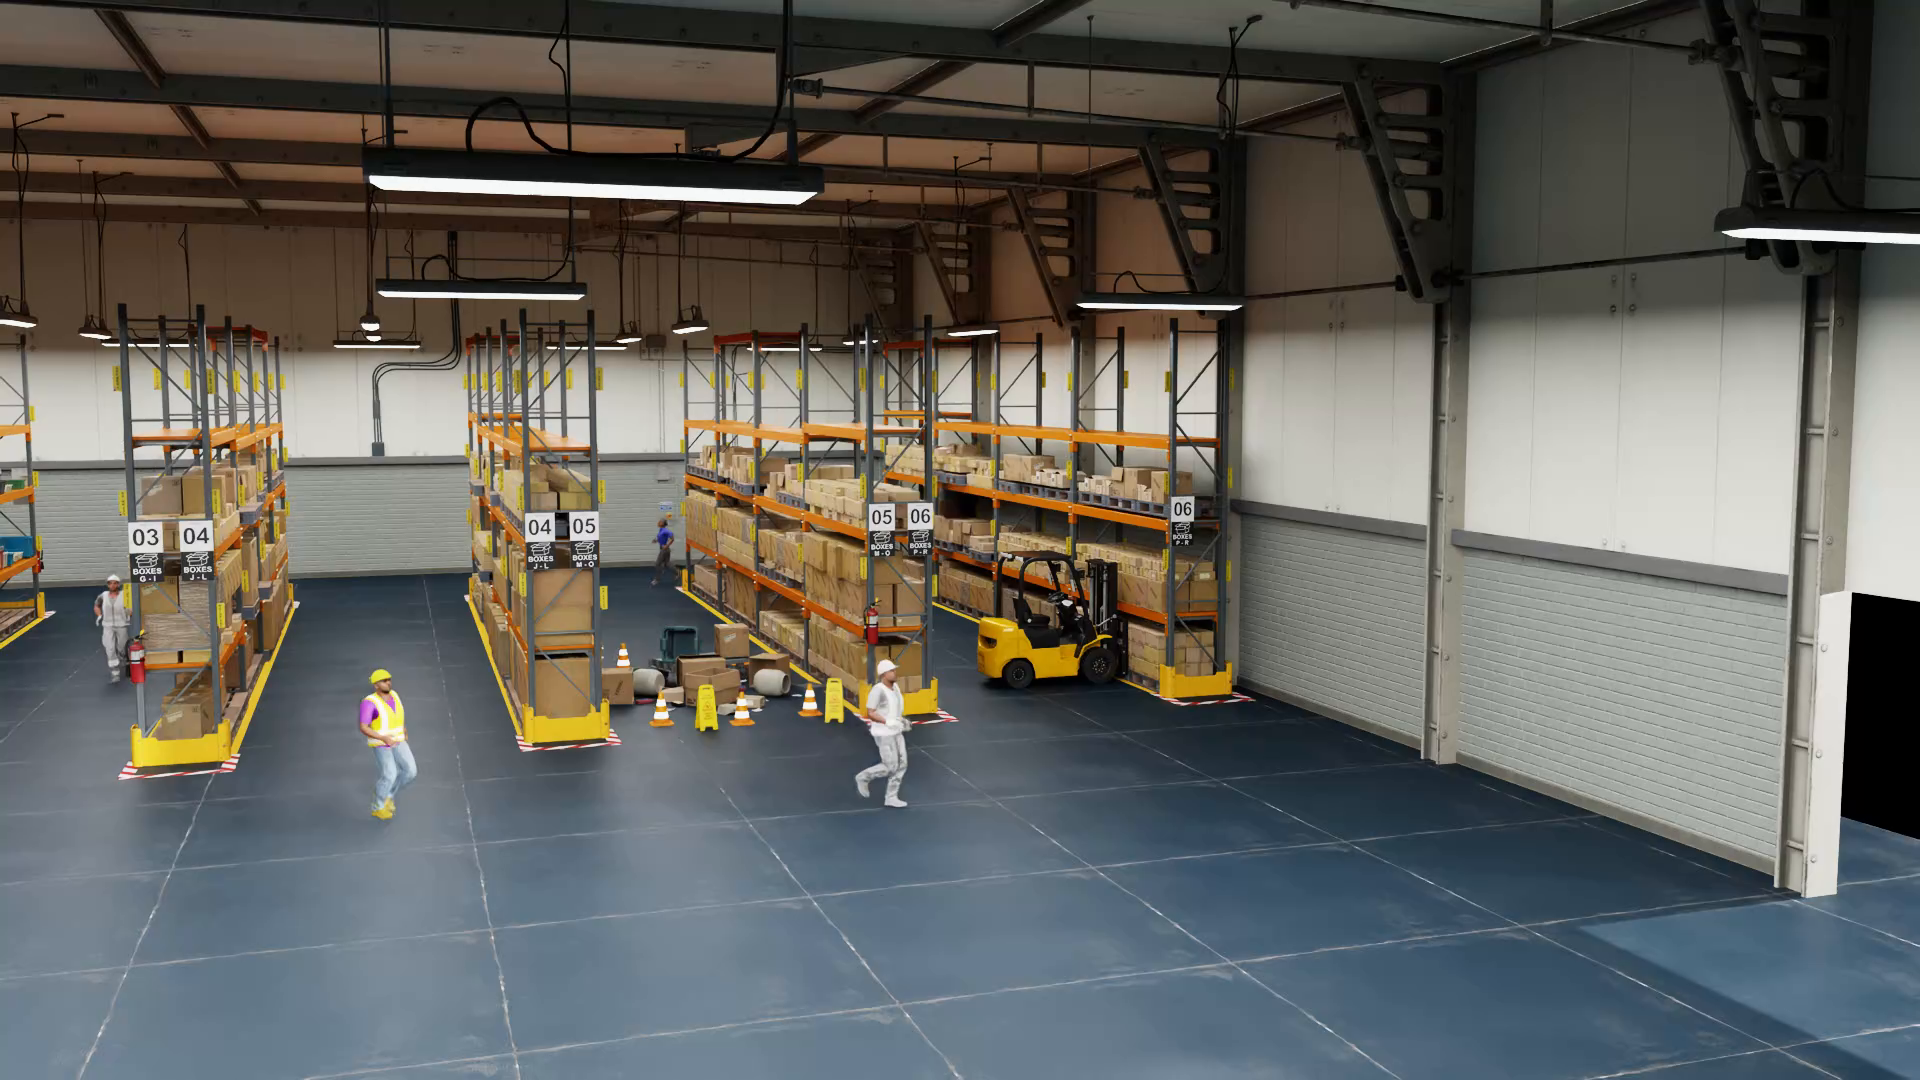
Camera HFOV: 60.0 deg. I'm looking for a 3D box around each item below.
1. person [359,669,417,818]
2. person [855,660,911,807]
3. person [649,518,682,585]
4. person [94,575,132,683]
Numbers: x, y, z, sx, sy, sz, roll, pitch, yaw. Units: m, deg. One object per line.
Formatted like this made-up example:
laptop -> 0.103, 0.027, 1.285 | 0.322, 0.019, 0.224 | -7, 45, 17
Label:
person -> -6.558, 2.334, 19.088 | 0.543, 1.721, 0.680 | 2, 6, 25
person -> -0.894, 2.275, 19.630 | 0.679, 1.741, 0.678 | 2, 6, 23
person -> -7.261, 0.288, 41.097 | 0.871, 1.664, 0.595 | -2, 6, -18
person -> -14.242, 1.475, 28.038 | 0.655, 1.778, 0.872 | -2, 6, -19
